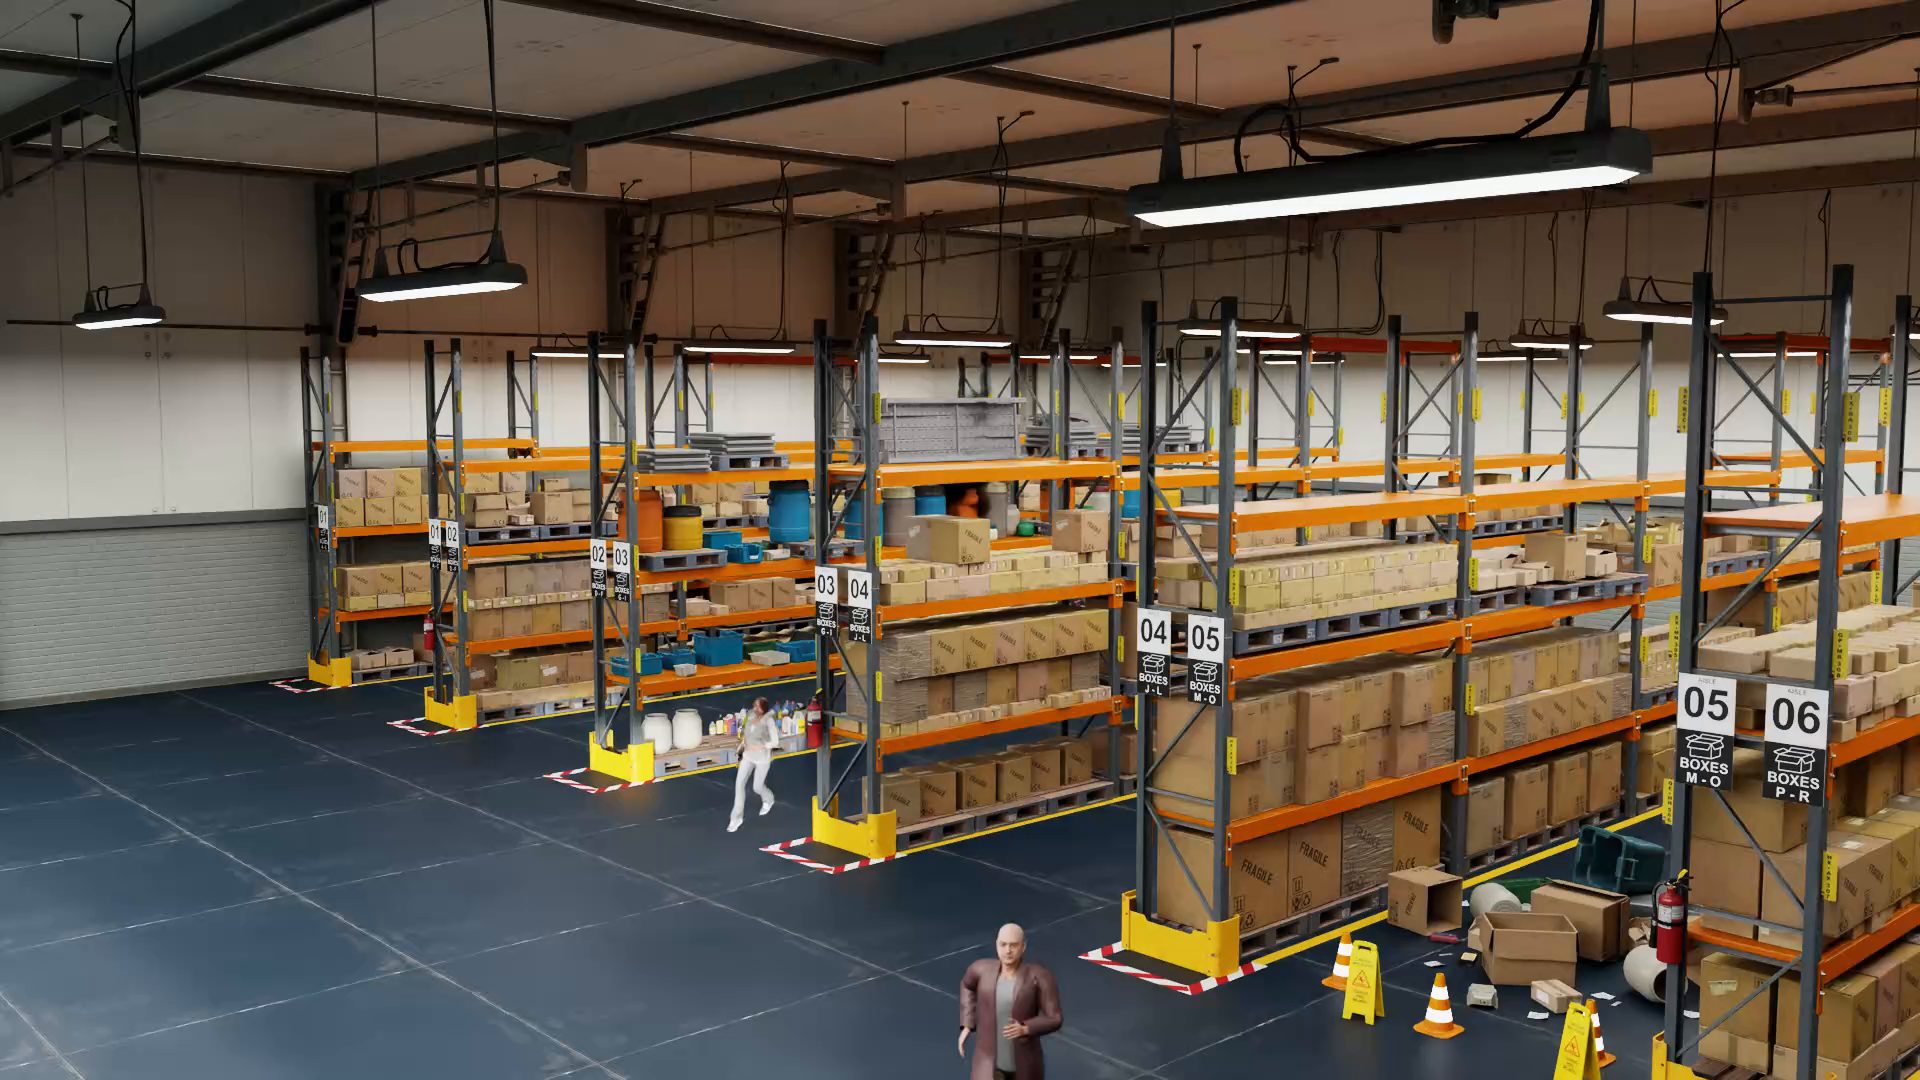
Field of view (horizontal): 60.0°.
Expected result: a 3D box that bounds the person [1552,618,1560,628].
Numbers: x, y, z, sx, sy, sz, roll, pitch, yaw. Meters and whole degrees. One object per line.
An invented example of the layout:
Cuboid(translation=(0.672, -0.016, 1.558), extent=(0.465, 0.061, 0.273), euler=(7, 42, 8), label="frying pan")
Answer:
Cuboid(translation=(9.469, 2.012, 26.360), extent=(0.721, 1.700, 0.526), euler=(-5, 7, -43), label="person")

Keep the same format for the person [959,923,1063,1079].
Cuboid(translation=(0.311, 3.318, 10.567), extent=(0.694, 1.787, 0.995), euler=(1, 5, 8), label="person")

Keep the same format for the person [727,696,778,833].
Cuboid(translation=(-2.393, 2.643, 19.853), extent=(0.578, 1.605, 0.830), euler=(2, 6, 25), label="person")
